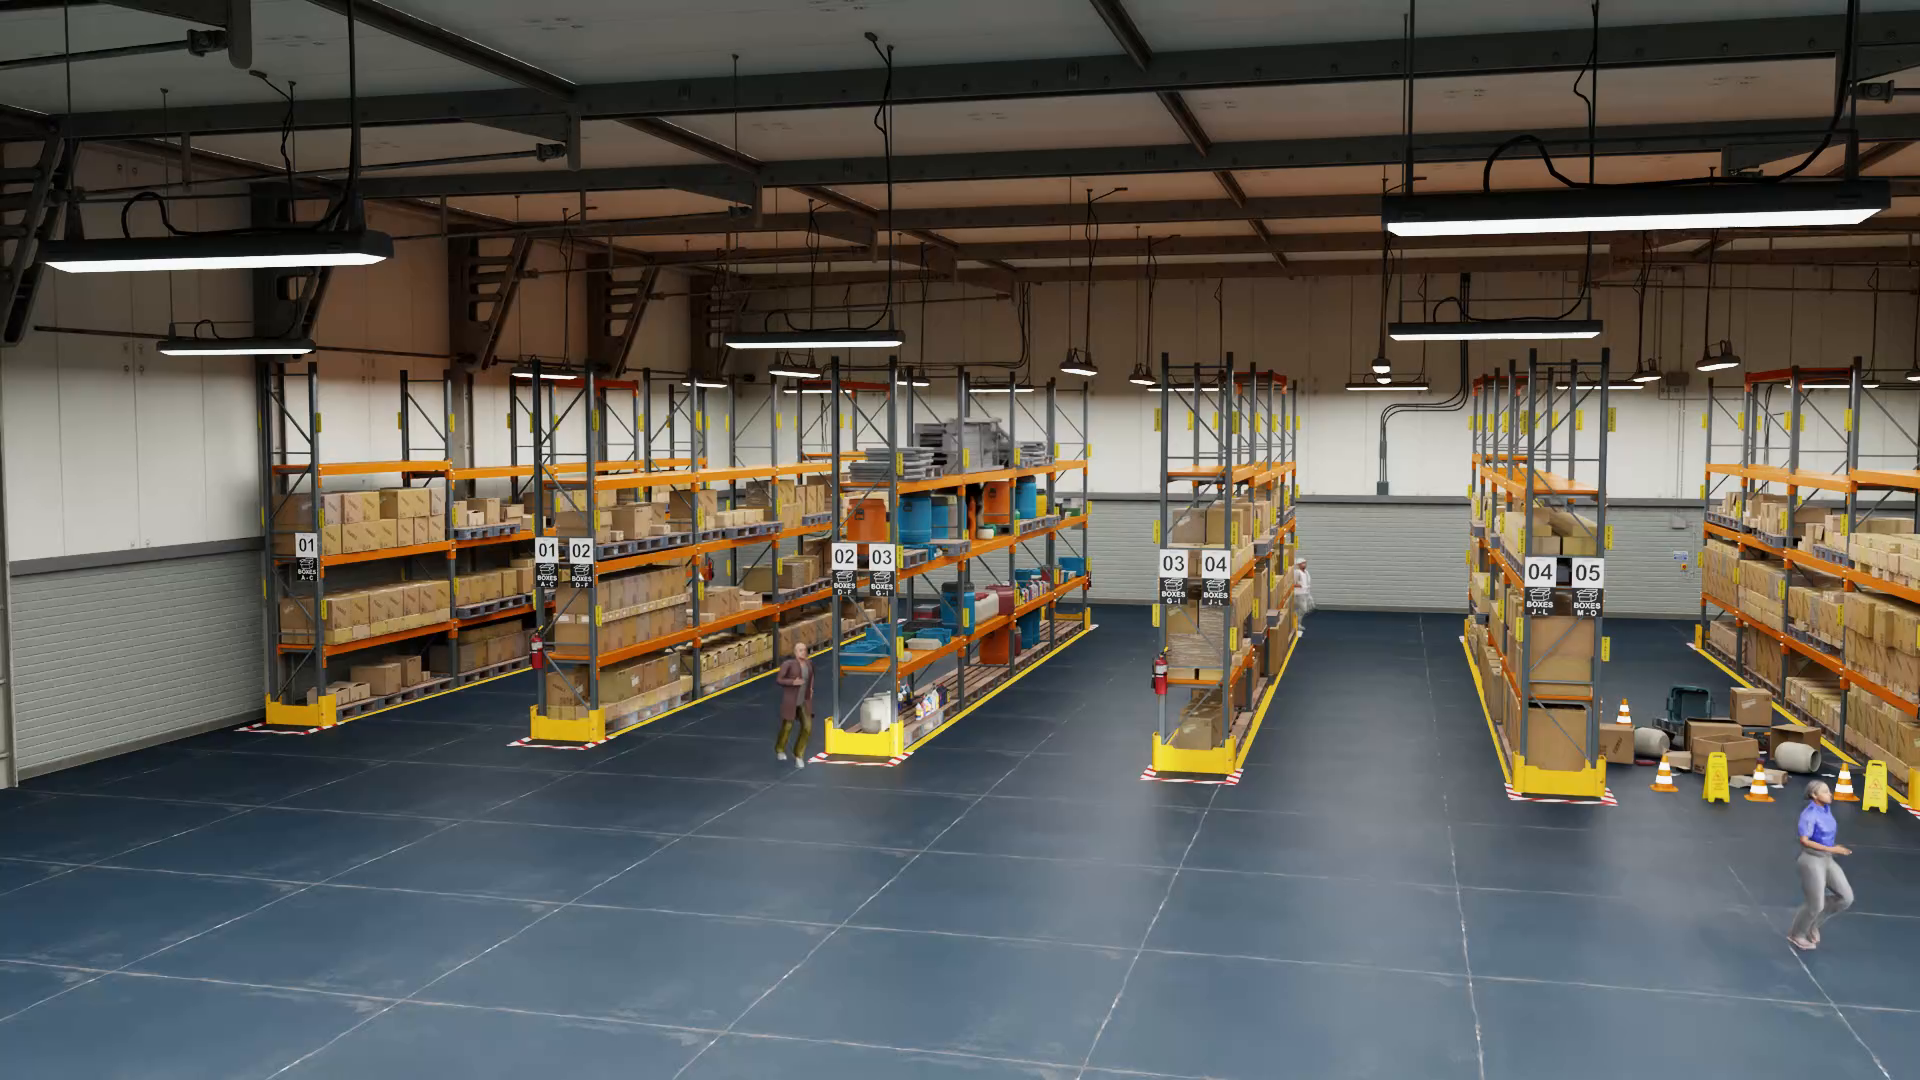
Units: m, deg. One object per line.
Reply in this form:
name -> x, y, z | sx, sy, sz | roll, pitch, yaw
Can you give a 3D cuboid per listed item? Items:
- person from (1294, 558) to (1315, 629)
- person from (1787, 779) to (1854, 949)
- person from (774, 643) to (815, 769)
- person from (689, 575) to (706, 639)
person -> 8.283, 1.297, 40.213 | 0.523, 1.737, 0.735 | 3, 5, 38
person -> 8.143, 3.075, 15.718 | 0.630, 1.625, 0.576 | -3, 5, -38
person -> -2.374, 2.464, 24.344 | 0.705, 1.759, 0.820 | -2, 5, -29
person -> -5.563, 1.628, 35.678 | 0.685, 1.763, 0.701 | 1, 4, 13
